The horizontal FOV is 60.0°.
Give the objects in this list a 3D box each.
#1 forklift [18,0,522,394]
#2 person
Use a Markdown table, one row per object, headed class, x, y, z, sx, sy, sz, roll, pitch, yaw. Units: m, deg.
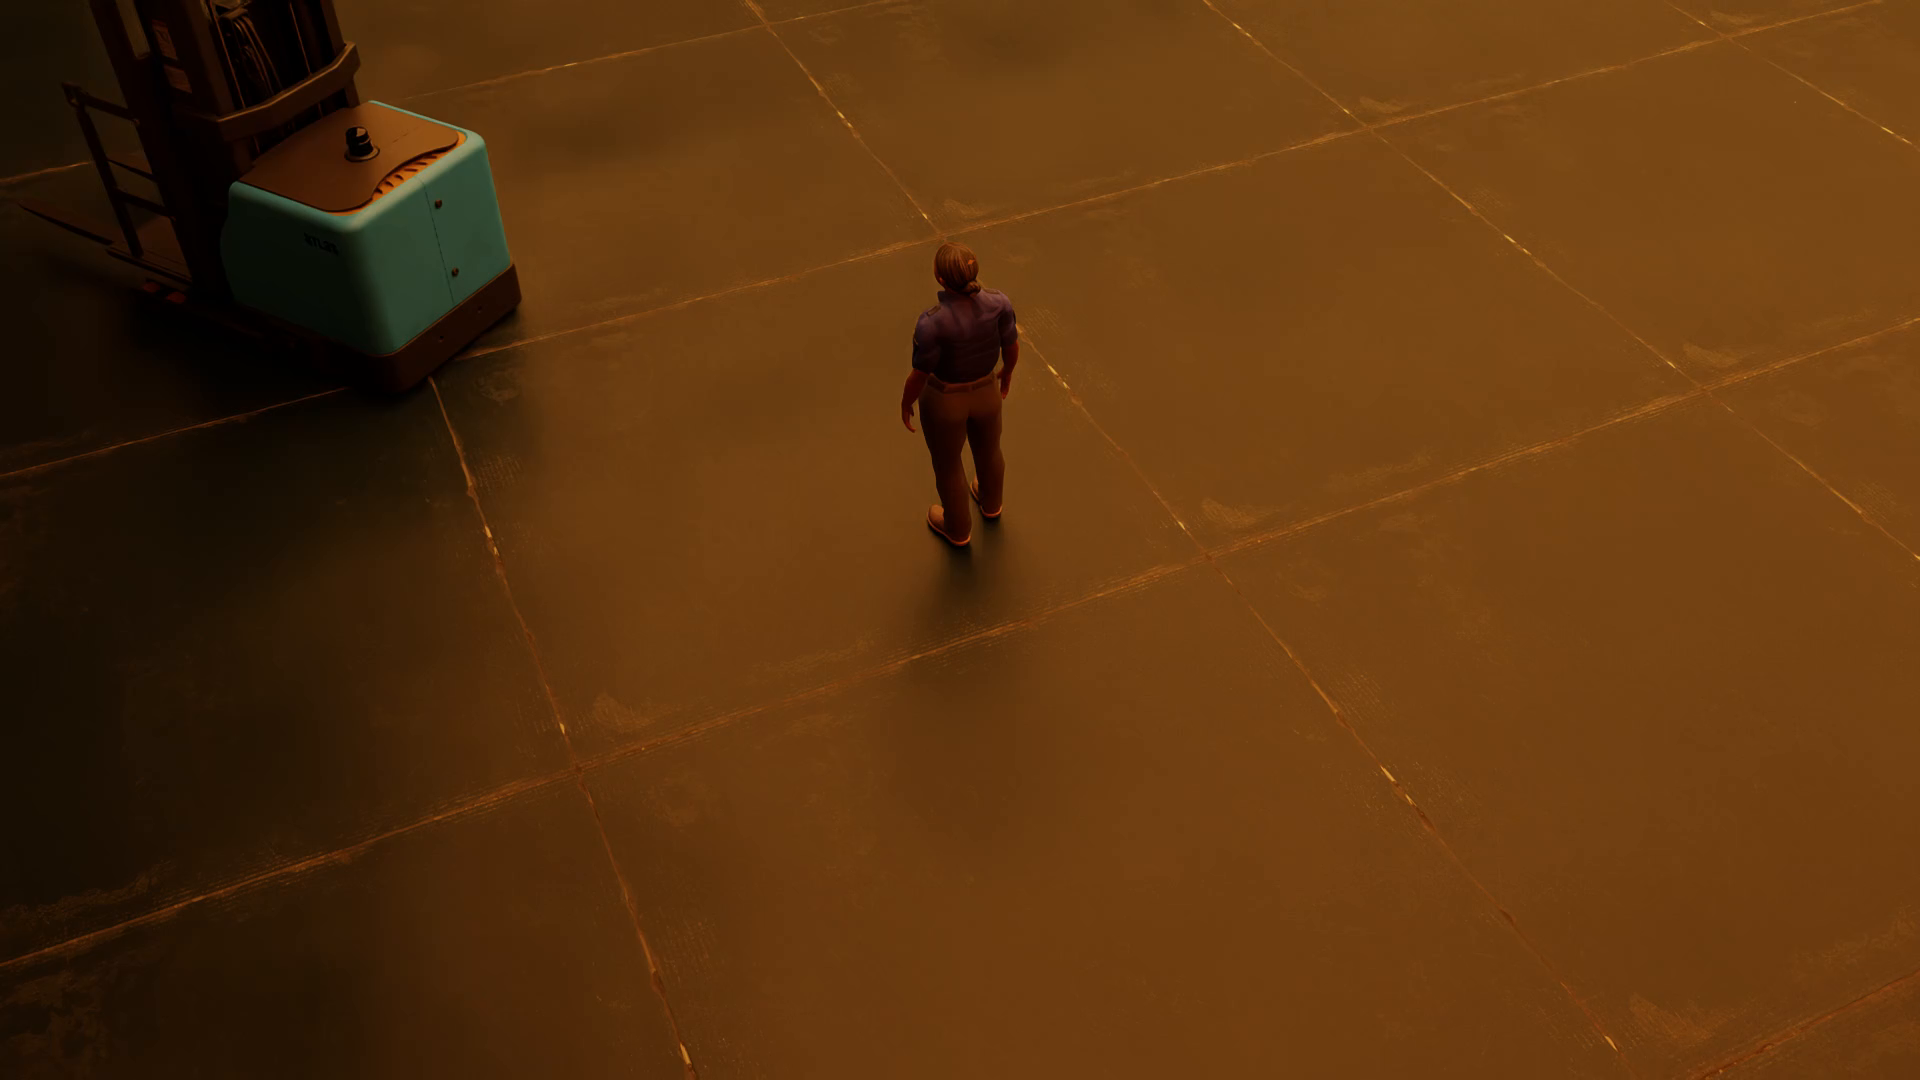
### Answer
| class | x | y | z | sx | sy | sz | roll | pitch | yaw |
| --- | --- | --- | --- | --- | --- | --- | --- | --- | --- |
| forklift | -3.950 | -2.553 | 8.416 | 3.031 | 2.935 | 1.130 | 21 | 47 | 21 |
| person | -0.019 | -0.670 | 7.323 | 0.569 | 1.654 | 0.504 | -18 | 46 | -18 |
